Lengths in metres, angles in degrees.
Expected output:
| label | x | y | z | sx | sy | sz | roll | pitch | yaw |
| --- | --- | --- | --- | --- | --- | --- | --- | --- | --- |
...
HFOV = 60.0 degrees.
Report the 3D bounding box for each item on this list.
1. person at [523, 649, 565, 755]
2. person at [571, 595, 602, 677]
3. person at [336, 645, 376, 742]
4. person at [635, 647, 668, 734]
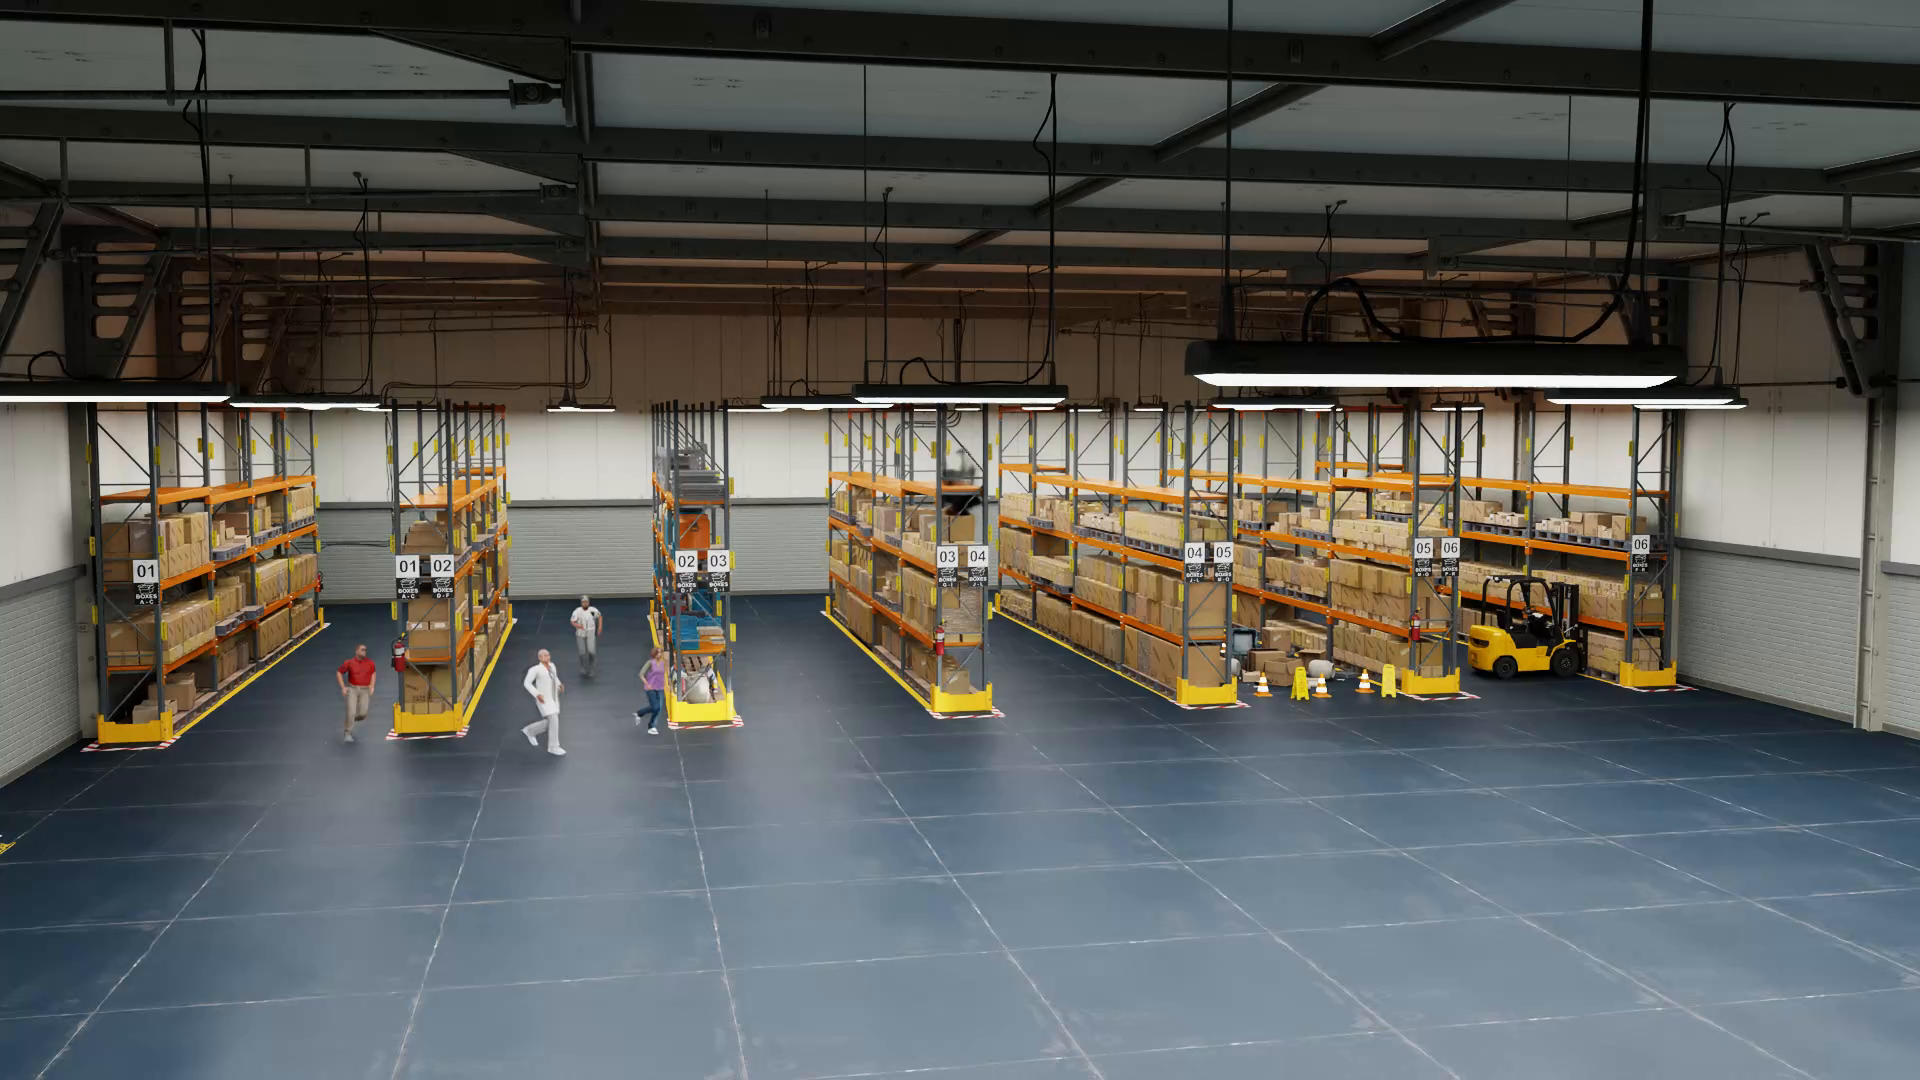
| label | x | y | z | sx | sy | sz | roll | pitch | yaw |
| --- | --- | --- | --- | --- | --- | --- | --- | --- | --- |
| person | -7.048 | 2.729 | 28.185 | 0.858 | 1.775 | 0.704 | 2 | 5 | 23 |
| person | -8.176 | 2.121 | 36.421 | 0.675 | 1.852 | 0.752 | -1 | 4 | -15 |
| person | -10.681 | 2.691 | 29.458 | 0.707 | 1.680 | 0.579 | -4 | 6 | -40 |
| person | -5.512 | 2.698 | 30.006 | 0.609 | 1.527 | 0.584 | 3 | 5 | 38 |
